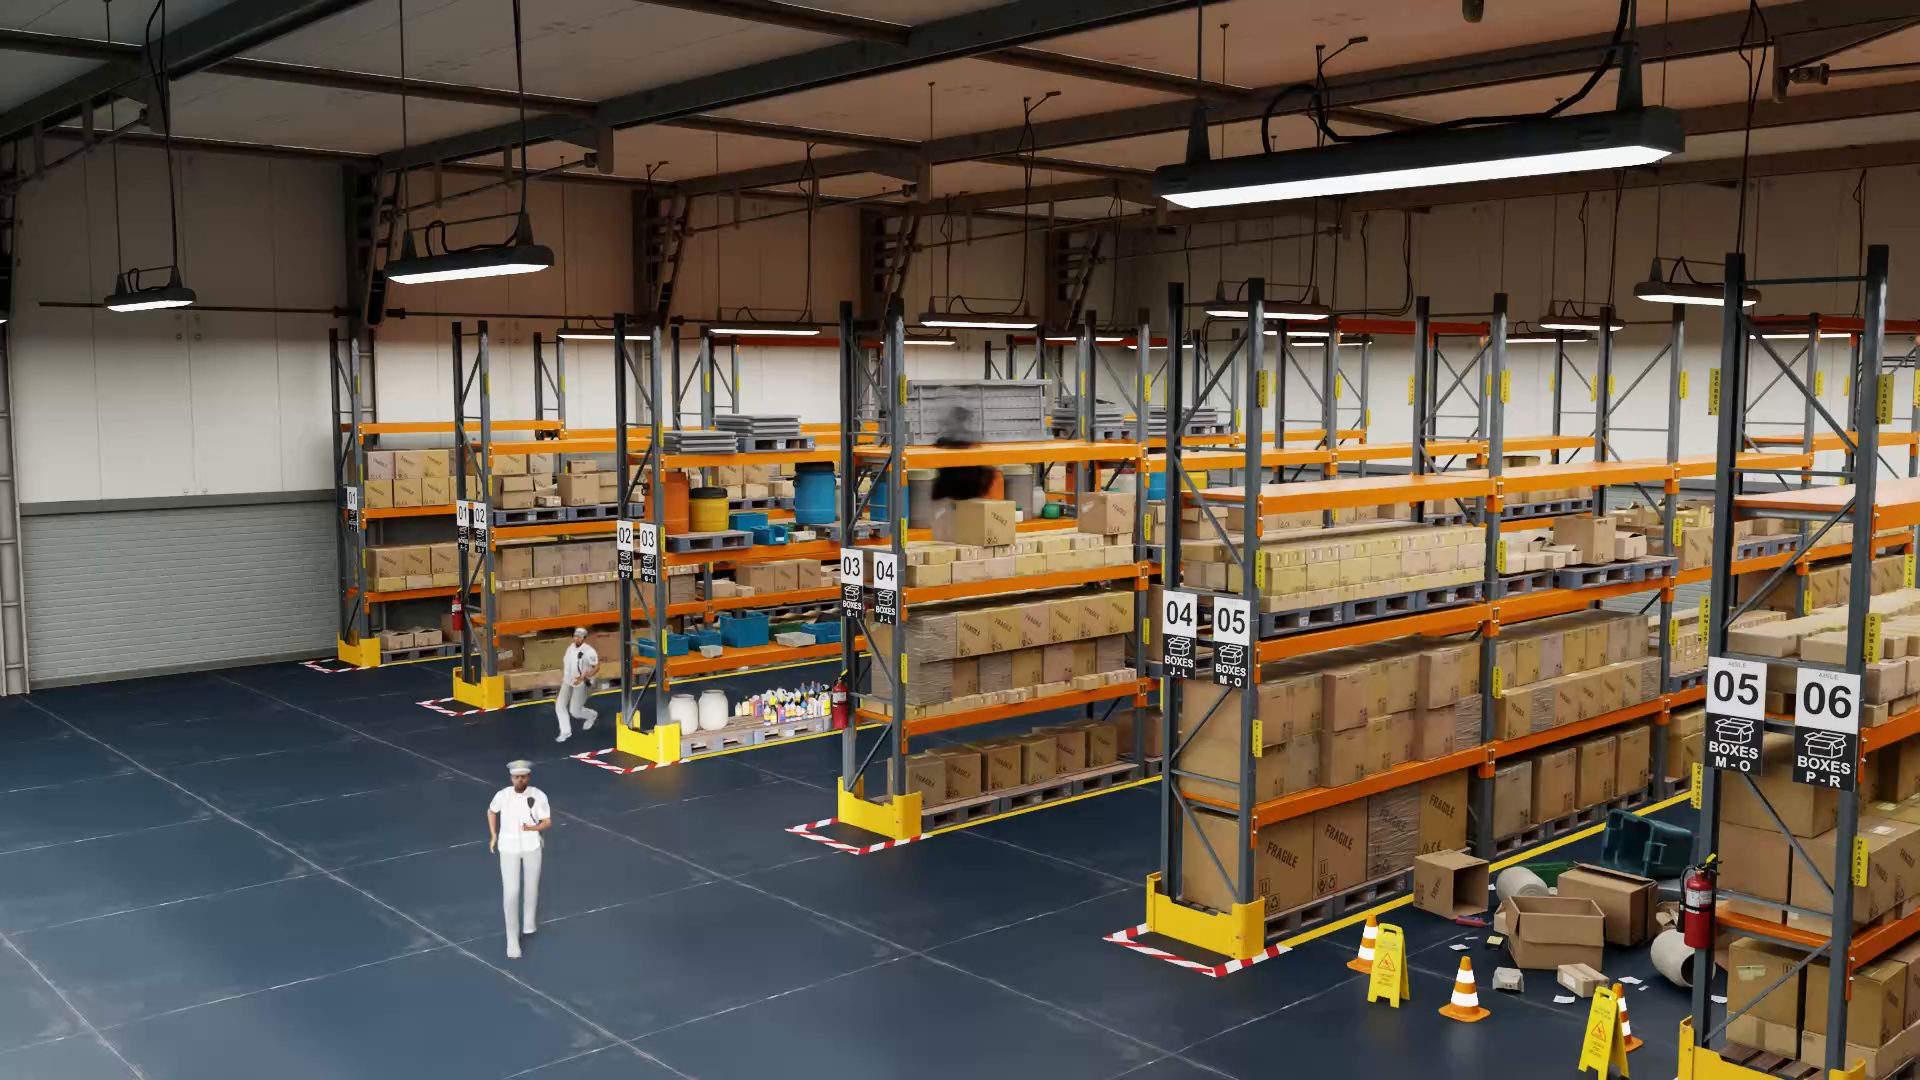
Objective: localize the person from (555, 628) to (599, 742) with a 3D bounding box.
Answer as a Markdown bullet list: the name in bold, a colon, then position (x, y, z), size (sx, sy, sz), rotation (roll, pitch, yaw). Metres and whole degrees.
- **person**: position (-5.400, 2.047, 23.671), size (0.647, 1.641, 0.683), rotation (3, 6, 29)

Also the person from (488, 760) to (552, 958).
- **person**: position (-3.975, 2.841, 15.046), size (0.546, 1.758, 0.755), rotation (-2, 6, -17)

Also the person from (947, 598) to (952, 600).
- **person**: position (-0.010, 1.417, 29.531), size (0.617, 1.700, 0.882), rotation (5, 7, 39)
